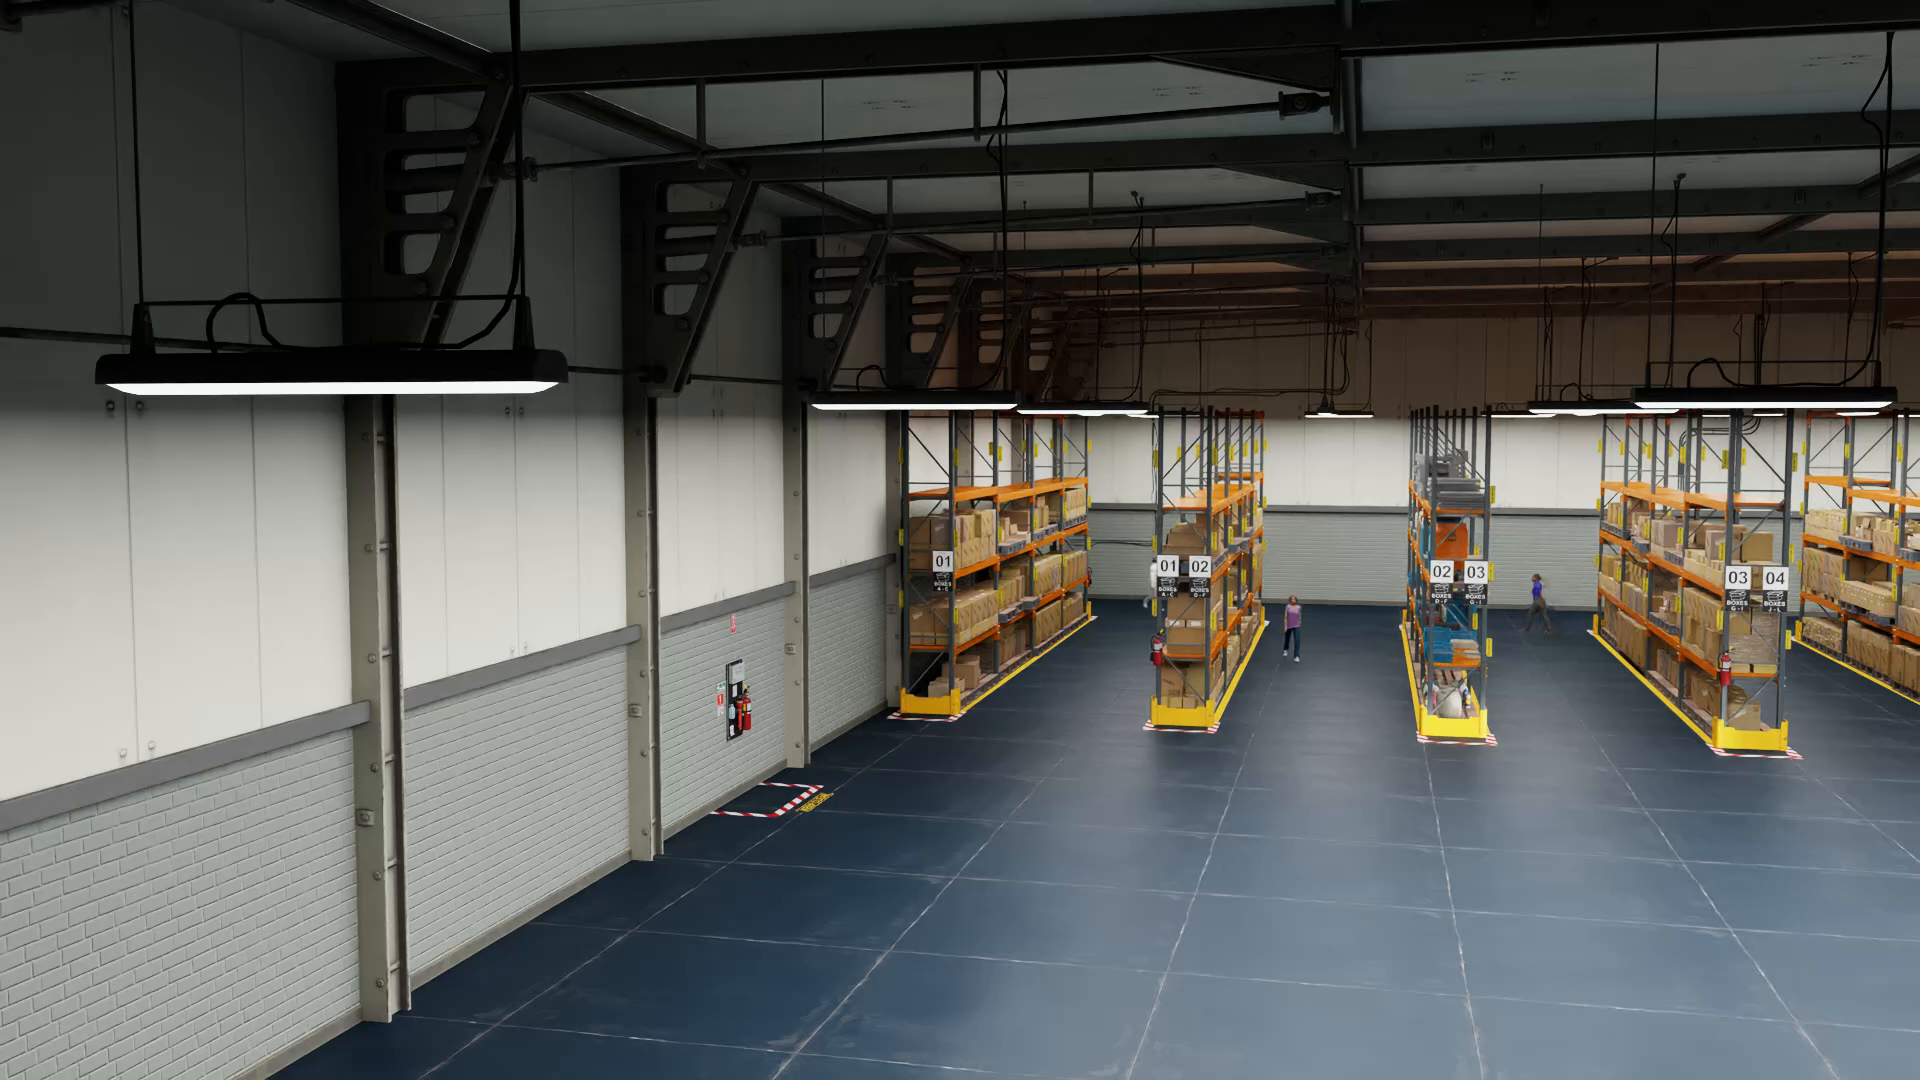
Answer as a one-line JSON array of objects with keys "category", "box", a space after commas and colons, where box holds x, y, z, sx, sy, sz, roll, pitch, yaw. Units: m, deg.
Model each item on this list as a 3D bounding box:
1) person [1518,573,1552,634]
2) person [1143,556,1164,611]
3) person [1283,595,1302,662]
[{"category": "person", "box": [15.485, 1.703, 44.629, 0.421, 1.592, 0.889, -4, 6, -44]}, {"category": "person", "box": [5.829, 1.299, 49.947, 0.587, 1.661, 0.528, 3, 5, 35]}, {"category": "person", "box": [7.946, 2.078, 39.684, 0.430, 1.554, 0.893, 0, 4, 4]}]
